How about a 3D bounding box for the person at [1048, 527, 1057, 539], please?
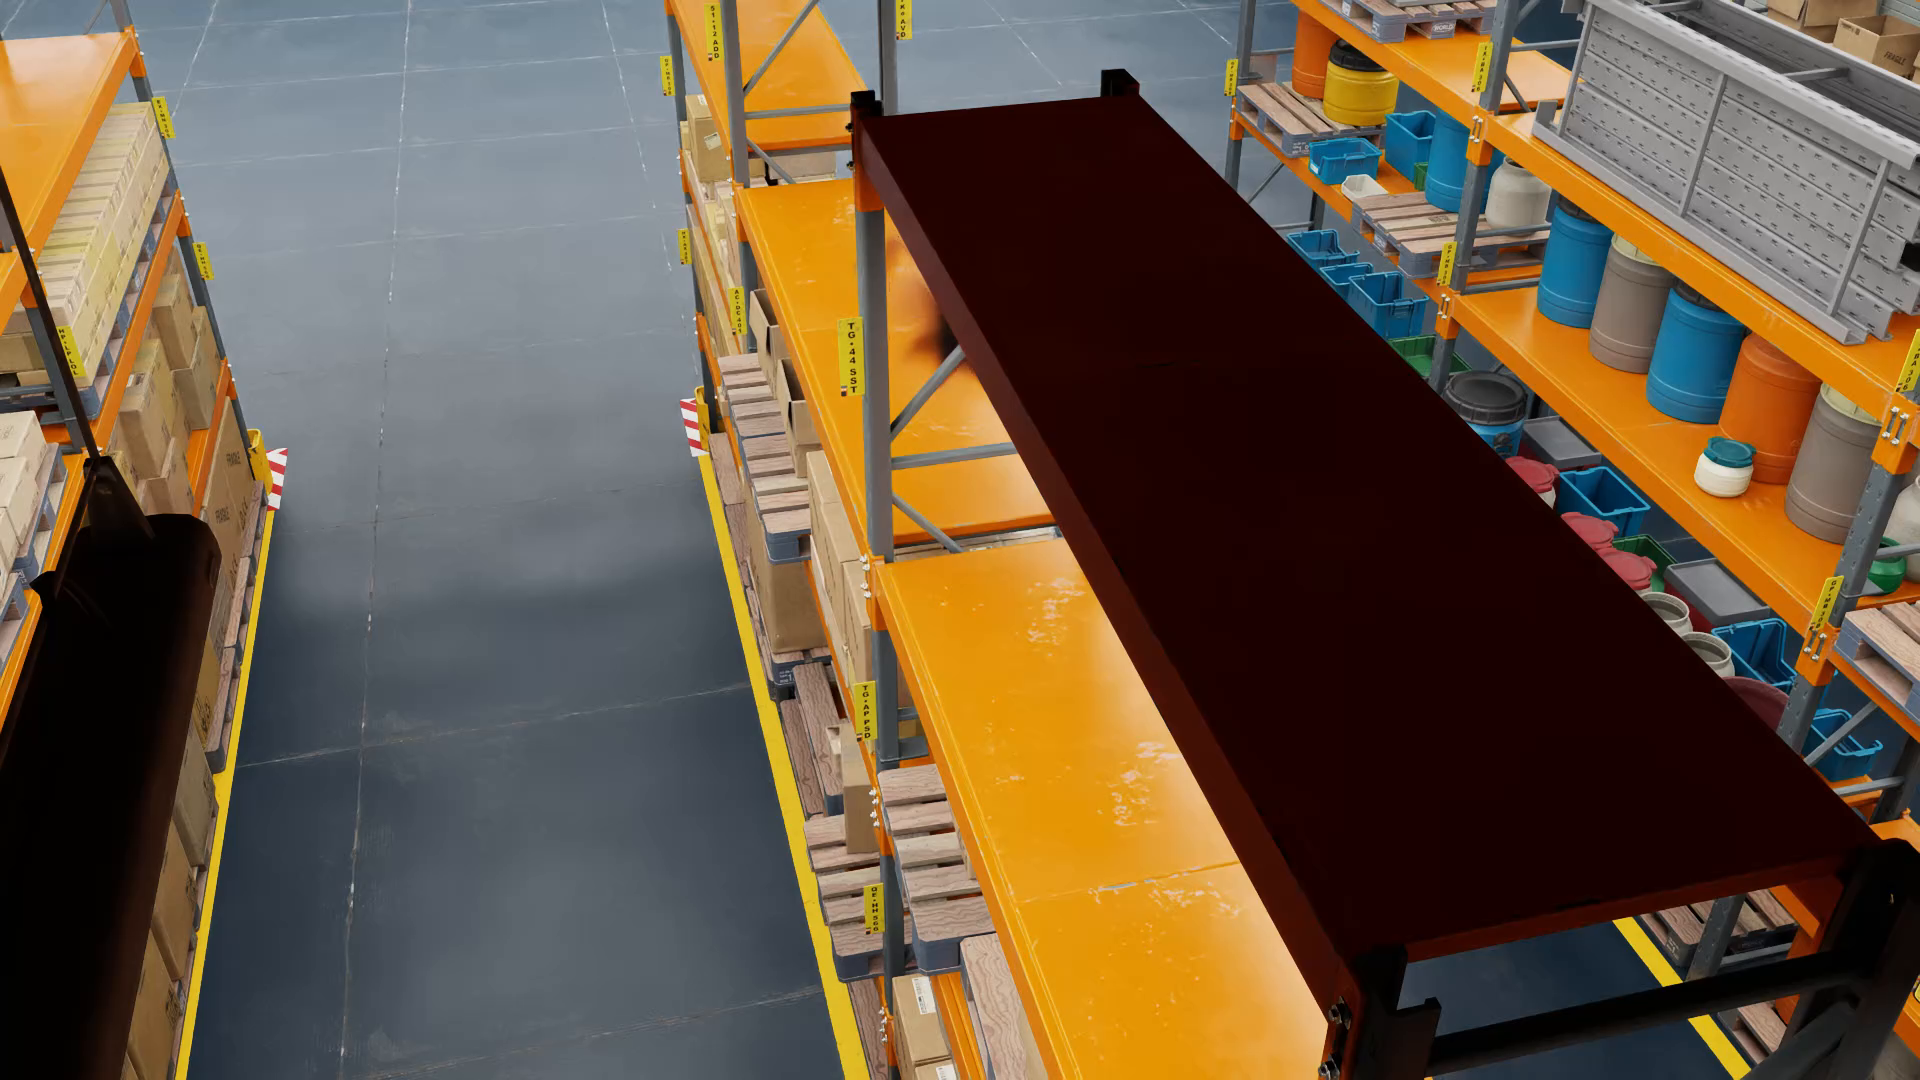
[{"bbox_3d":[0.499,-0.590,13.404,0.680,1.753,0.951,-20,39,-26],"label":"person"}]
